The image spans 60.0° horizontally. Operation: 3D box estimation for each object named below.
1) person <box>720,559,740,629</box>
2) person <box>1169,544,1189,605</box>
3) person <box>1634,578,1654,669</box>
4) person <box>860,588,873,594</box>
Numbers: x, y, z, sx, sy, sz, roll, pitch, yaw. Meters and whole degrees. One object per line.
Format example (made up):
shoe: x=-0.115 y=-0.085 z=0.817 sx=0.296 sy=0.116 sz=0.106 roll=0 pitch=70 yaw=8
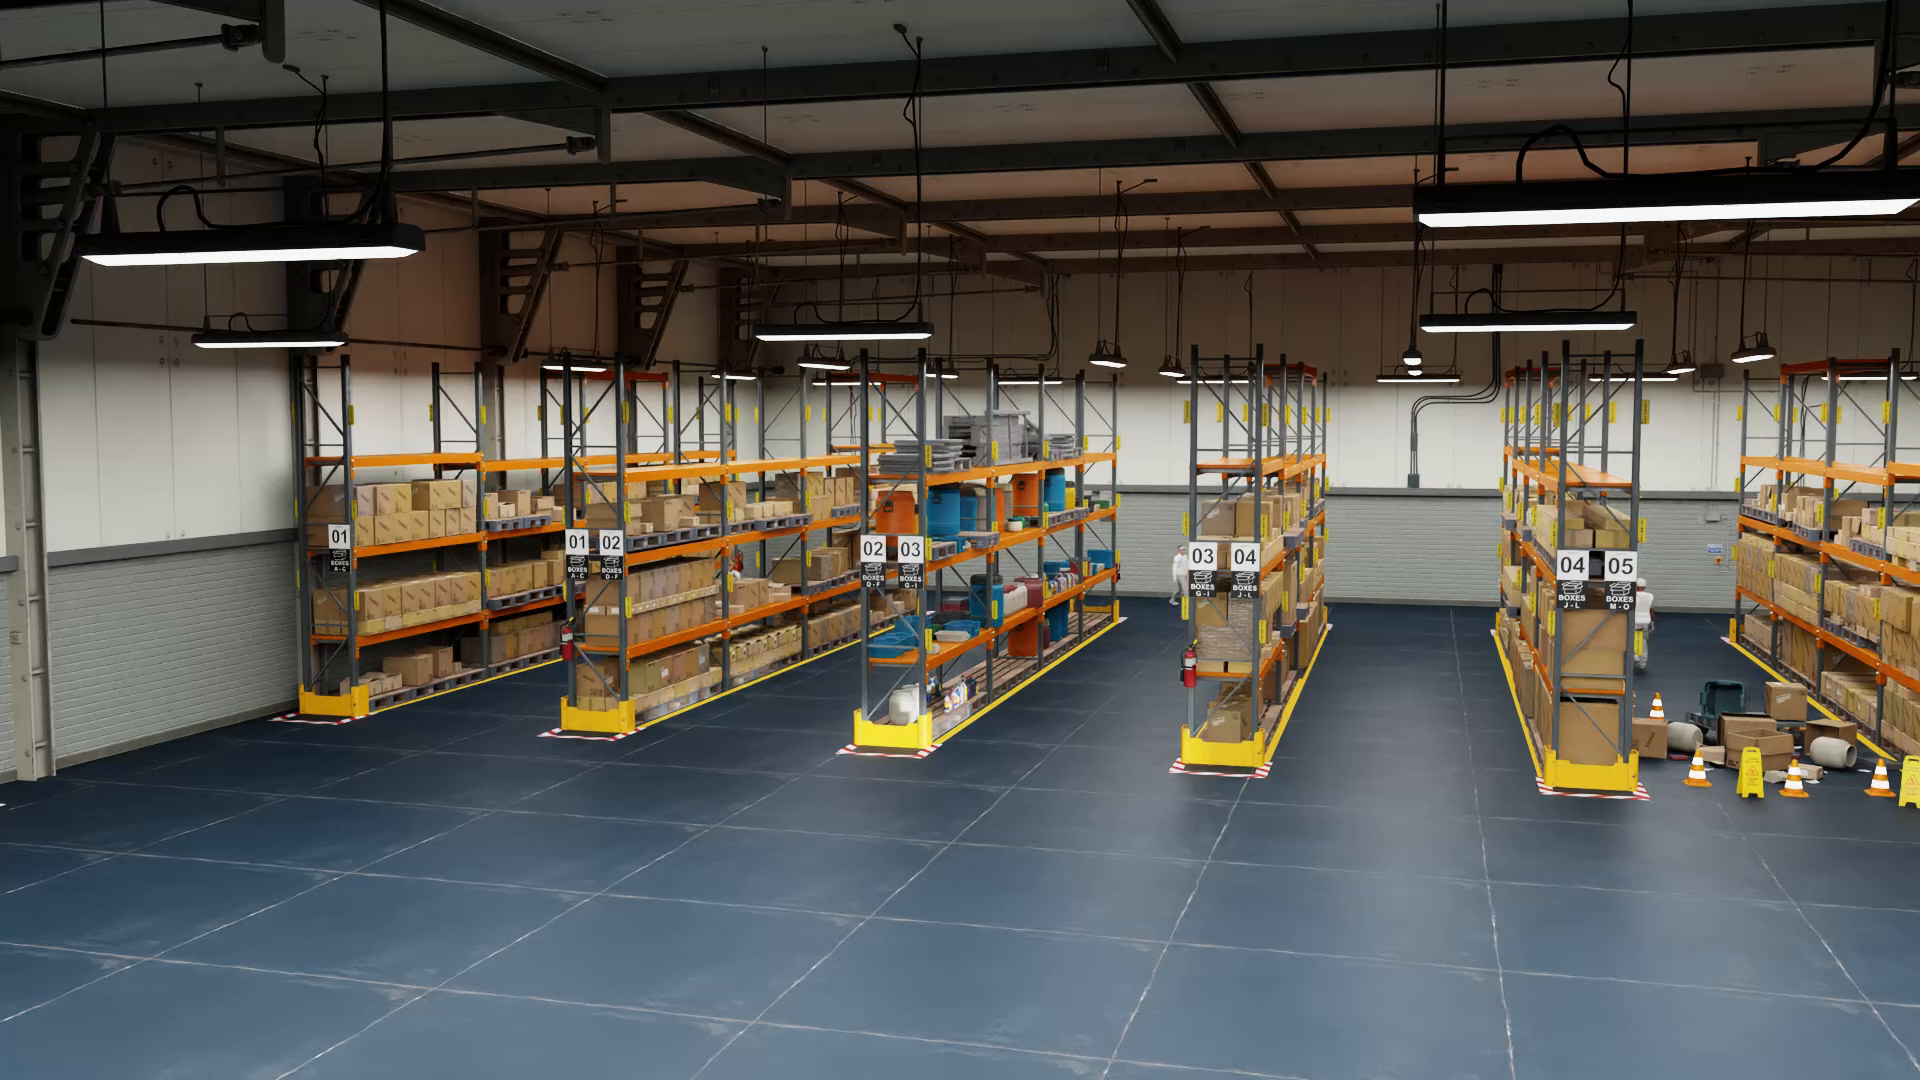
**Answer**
person: x=-5.374 y=1.247 z=38.972 sx=0.477 sy=1.620 sz=1.049 roll=1 pitch=4 yaw=15
person: x=5.827 y=0.922 z=43.355 sx=0.948 sy=1.636 sz=0.471 roll=4 pitch=6 yaw=44
person: x=13.433 y=1.647 z=32.858 sx=0.609 sy=1.786 sz=0.463 roll=-1 pitch=4 yaw=-10
person: x=-2.395 y=0.991 z=43.031 sx=0.550 sy=1.615 sz=0.454 roll=0 pitch=4 yaw=5
